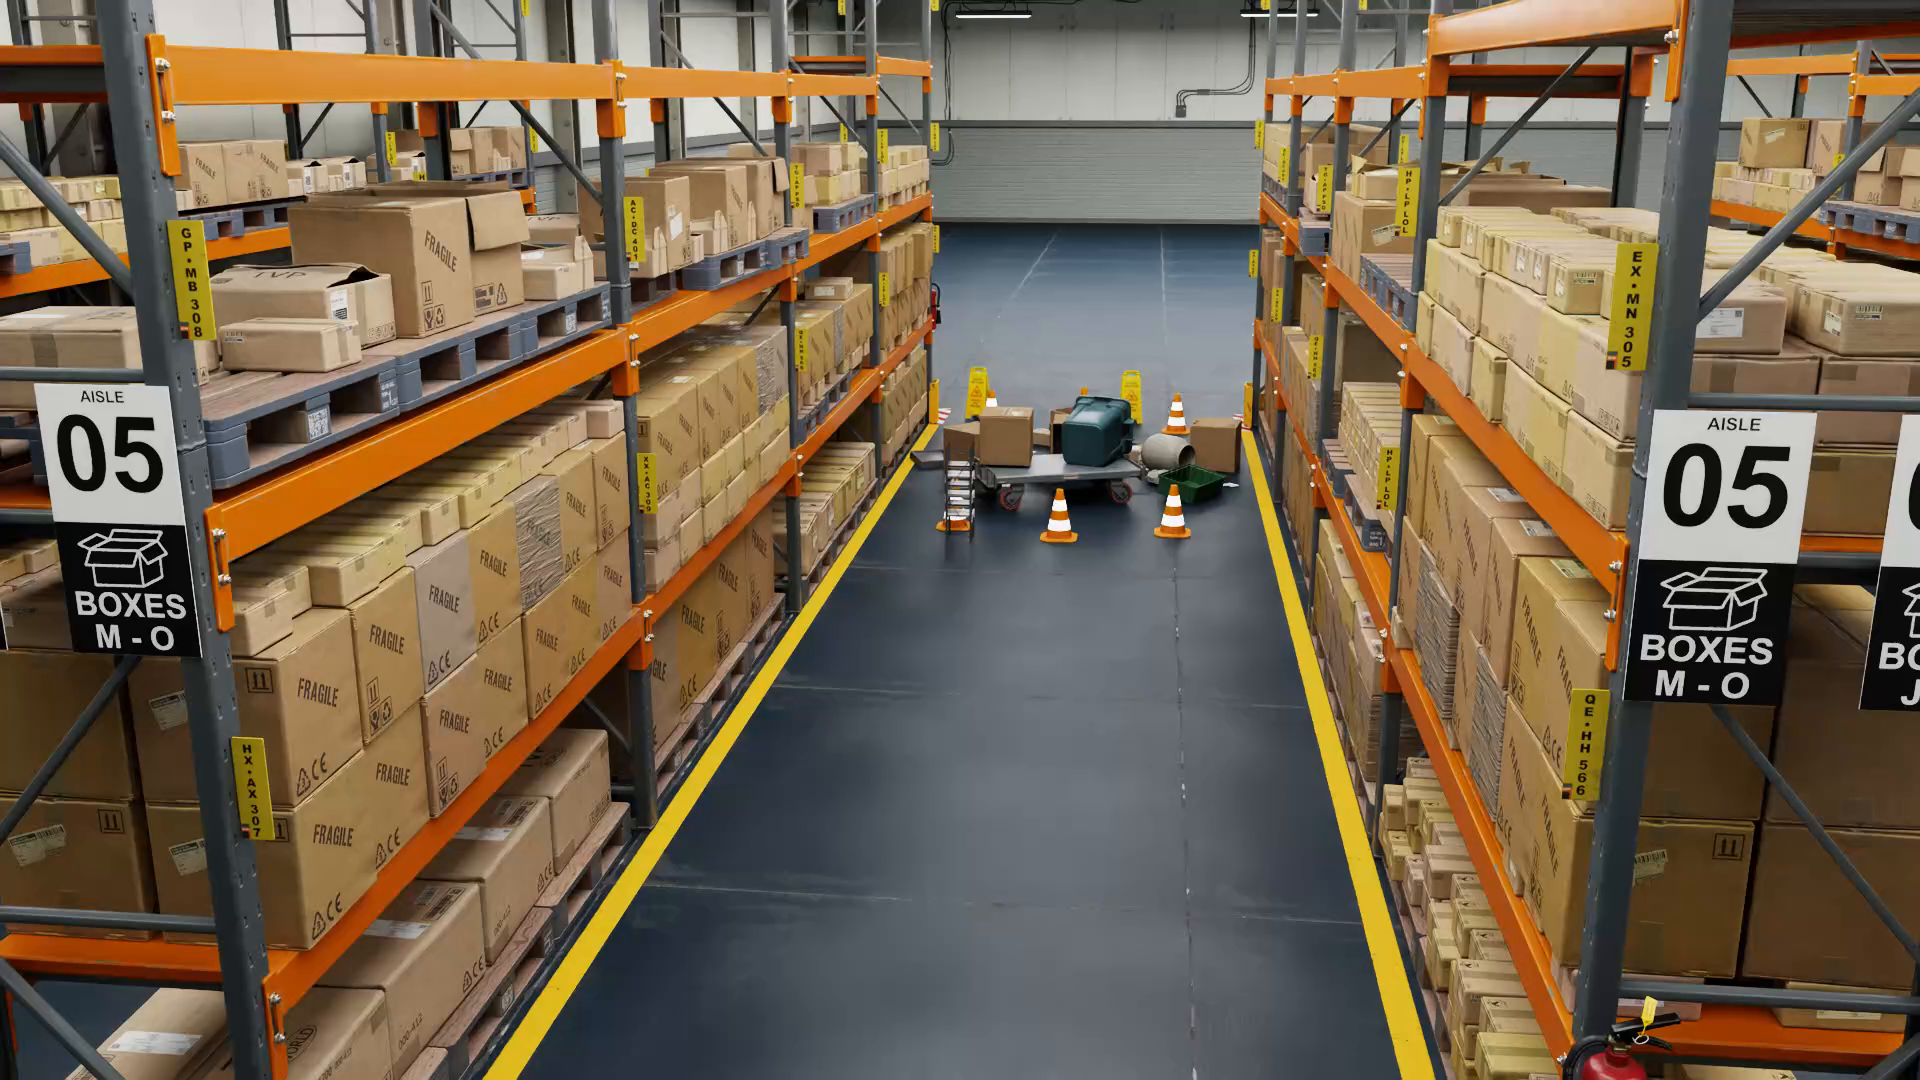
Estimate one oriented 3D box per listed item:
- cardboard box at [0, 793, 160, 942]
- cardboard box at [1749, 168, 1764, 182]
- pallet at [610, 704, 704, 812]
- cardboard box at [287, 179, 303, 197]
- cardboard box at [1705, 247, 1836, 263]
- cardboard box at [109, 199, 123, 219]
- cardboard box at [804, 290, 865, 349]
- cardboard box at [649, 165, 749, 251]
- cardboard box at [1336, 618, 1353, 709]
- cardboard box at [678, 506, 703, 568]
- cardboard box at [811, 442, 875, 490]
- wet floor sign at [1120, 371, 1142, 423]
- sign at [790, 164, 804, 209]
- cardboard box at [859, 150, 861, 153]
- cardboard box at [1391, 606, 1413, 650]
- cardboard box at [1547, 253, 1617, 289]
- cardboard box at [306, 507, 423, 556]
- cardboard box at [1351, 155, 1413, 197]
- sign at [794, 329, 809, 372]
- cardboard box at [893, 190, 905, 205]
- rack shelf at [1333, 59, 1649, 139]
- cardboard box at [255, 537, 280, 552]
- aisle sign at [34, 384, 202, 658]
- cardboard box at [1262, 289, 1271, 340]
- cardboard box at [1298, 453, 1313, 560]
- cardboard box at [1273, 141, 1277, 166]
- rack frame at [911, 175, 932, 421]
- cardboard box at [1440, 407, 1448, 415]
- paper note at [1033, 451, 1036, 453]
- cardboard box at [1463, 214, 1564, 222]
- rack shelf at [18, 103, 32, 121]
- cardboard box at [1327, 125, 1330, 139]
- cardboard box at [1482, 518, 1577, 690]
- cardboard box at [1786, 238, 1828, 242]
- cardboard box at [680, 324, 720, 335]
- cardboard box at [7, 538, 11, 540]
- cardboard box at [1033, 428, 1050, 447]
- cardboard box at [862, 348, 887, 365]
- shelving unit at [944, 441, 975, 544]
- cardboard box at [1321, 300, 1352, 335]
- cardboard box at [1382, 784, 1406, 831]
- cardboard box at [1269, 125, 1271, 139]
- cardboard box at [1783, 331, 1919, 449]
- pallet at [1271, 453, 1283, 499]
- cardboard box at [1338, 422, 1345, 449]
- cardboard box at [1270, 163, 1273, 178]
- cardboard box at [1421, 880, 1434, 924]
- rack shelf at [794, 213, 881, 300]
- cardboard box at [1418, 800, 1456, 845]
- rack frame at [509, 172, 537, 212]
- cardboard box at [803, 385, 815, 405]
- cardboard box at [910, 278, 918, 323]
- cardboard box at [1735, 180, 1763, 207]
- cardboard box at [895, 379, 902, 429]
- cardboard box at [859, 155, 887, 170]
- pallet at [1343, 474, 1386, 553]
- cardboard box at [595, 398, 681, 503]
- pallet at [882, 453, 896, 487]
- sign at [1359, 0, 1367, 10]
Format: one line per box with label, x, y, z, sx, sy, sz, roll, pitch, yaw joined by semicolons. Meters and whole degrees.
cardboard box;-2.864;0.999;5.619;0.500;0.500;0.500;2;15;7
cardboard box;8.555;-3.845;17.501;0.380;0.149;0.250;1;15;4
pallet;-2.192;1.286;10.089;1.003;0.211;1.213;2;15;6
cardboard box;-6.144;-3.161;14.933;0.380;0.149;0.250;2;15;6
cardboard box;2.763;-0.920;5.724;0.380;0.149;0.250;2;15;8
cardboard box;-6.486;-2.509;12.561;0.380;0.149;0.250;2;15;7
cardboard box;-1.181;-2.072;15.600;0.500;0.500;0.500;2;15;7
cardboard box;-1.664;-2.128;10.632;0.500;0.500;0.500;2;15;7
cardboard box;2.679;0.801;10.527;0.500;0.500;0.500;1;15;5
cardboard box;-1.836;-0.026;9.887;0.500;0.250;0.500;1;15;5
cardboard box;-1.358;-0.731;16.435;0.950;0.372;0.625;2;15;7
wet floor sign;2.115;-1.780;20.596;0.267;0.644;0.232;-1;15;-3
sign;-1.203;-2.612;12.276;0.100;0.325;0.005;2;15;6
cardboard box;-1.296;-4.202;18.249;0.380;0.149;0.250;2;15;7
cardboard box;2.368;0.447;8.332;0.380;0.149;0.250;2;15;8
cardboard box;2.184;-0.868;5.534;0.380;0.149;0.250;1;15;5
cardboard box;-2.250;-0.021;6.231;0.380;0.149;0.250;2;15;7
cardboard box;2.799;-2.411;11.015;0.396;0.266;0.258;2;15;6
sign;-1.201;-1.439;12.605;0.100;0.325;0.005;2;15;6
cardboard box;-0.790;-3.665;17.791;0.380;0.149;0.250;1;15;5
rack shelf;2.951;-2.612;9.816;1.077;0.370;4.000;2;15;6
cardboard box;-2.695;-0.029;6.261;0.380;0.149;0.250;2;15;6
aisle sign;-2.376;-0.048;4.701;0.394;0.787;0.004;2;15;6
cardboard box;3.854;-2.540;18.611;0.875;0.550;0.550;2;15;6
cardboard box;3.430;-0.274;14.024;1.050;0.750;0.750;2;15;7
cardboard box;3.600;-4.110;17.679;0.500;0.250;0.500;2;15;6
rack frame;-0.850;-2.970;20.487;1.000;3.000;0.127;2;15;6
cardboard box;3.546;-0.938;11.511;0.380;0.149;0.250;2;15;6
paper note;0.776;-1.012;18.954;0.148;0.019;0.142;7;17;25
cardboard box;2.416;-1.343;7.289;0.380;0.149;0.250;2;15;6
rack shelf;-6.911;-2.877;10.796;1.077;0.370;4.000;2;15;6
cardboard box;4.320;-4.585;18.669;0.380;0.149;0.250;2;15;7
cardboard box;2.185;0.232;5.968;0.500;0.500;0.500;2;15;9
cardboard box;9.070;-2.943;17.711;0.500;0.500;0.500;2;15;6
cardboard box;-2.052;-1.305;12.224;0.500;0.500;0.500;1;15;4
cardboard box;-7.182;-0.021;12.322;0.380;0.149;0.250;1;15;4
cardboard box;1.009;-1.195;19.383;0.380;0.149;0.250;11;19;35
cardboard box;-0.948;-1.884;16.951;0.380;0.149;0.250;2;15;6
shelving unit;-0.001;-0.432;15.125;0.258;0.900;0.210;2;15;6
cardboard box;3.349;-1.687;13.635;0.700;0.500;0.500;1;15;5
cardboard box;2.367;1.376;8.501;0.380;0.149;0.250;2;15;9
cardboard box;3.638;-4.539;18.501;0.380;0.149;0.250;2;15;7
cardboard box;2.583;-0.426;4.663;0.500;0.250;0.500;2;15;7
pallet;3.792;-0.662;17.293;1.003;0.211;1.213;2;15;6
cardboard box;2.926;-0.747;11.942;0.380;0.149;0.250;1;15;5
cardboard box;3.580;-4.021;18.114;0.380;0.149;0.250;2;15;6
cardboard box;2.380;1.723;7.790;0.380;0.149;0.250;1;15;5
rack shelf;-1.527;-2.515;14.435;1.077;0.370;4.000;2;15;6
cardboard box;2.411;1.368;7.961;0.380;0.149;0.250;1;15;5
rack frame;-5.783;-3.115;21.024;1.000;3.000;0.127;2;15;6
cardboard box;-1.390;-1.197;13.608;0.380;0.149;0.250;1;15;3
cardboard box;-0.759;-2.754;18.925;0.500;0.500;0.500;2;15;6
cardboard box;8.573;-3.674;17.632;0.500;0.250;0.500;2;15;6
cardboard box;-0.918;-1.454;17.908;0.500;0.500;0.500;2;15;9
cardboard box;-0.942;-3.785;16.707;0.380;0.149;0.250;2;15;8
pallet;2.994;-0.168;10.493;1.003;0.211;1.213;2;15;6
cardboard box;-1.869;-0.494;9.224;0.500;0.500;0.500;2;15;7
pallet;-1.261;-0.762;17.663;1.003;0.211;1.213;2;15;6
sign;4.617;-6.216;19.057;0.100;0.325;0.005;2;15;6
